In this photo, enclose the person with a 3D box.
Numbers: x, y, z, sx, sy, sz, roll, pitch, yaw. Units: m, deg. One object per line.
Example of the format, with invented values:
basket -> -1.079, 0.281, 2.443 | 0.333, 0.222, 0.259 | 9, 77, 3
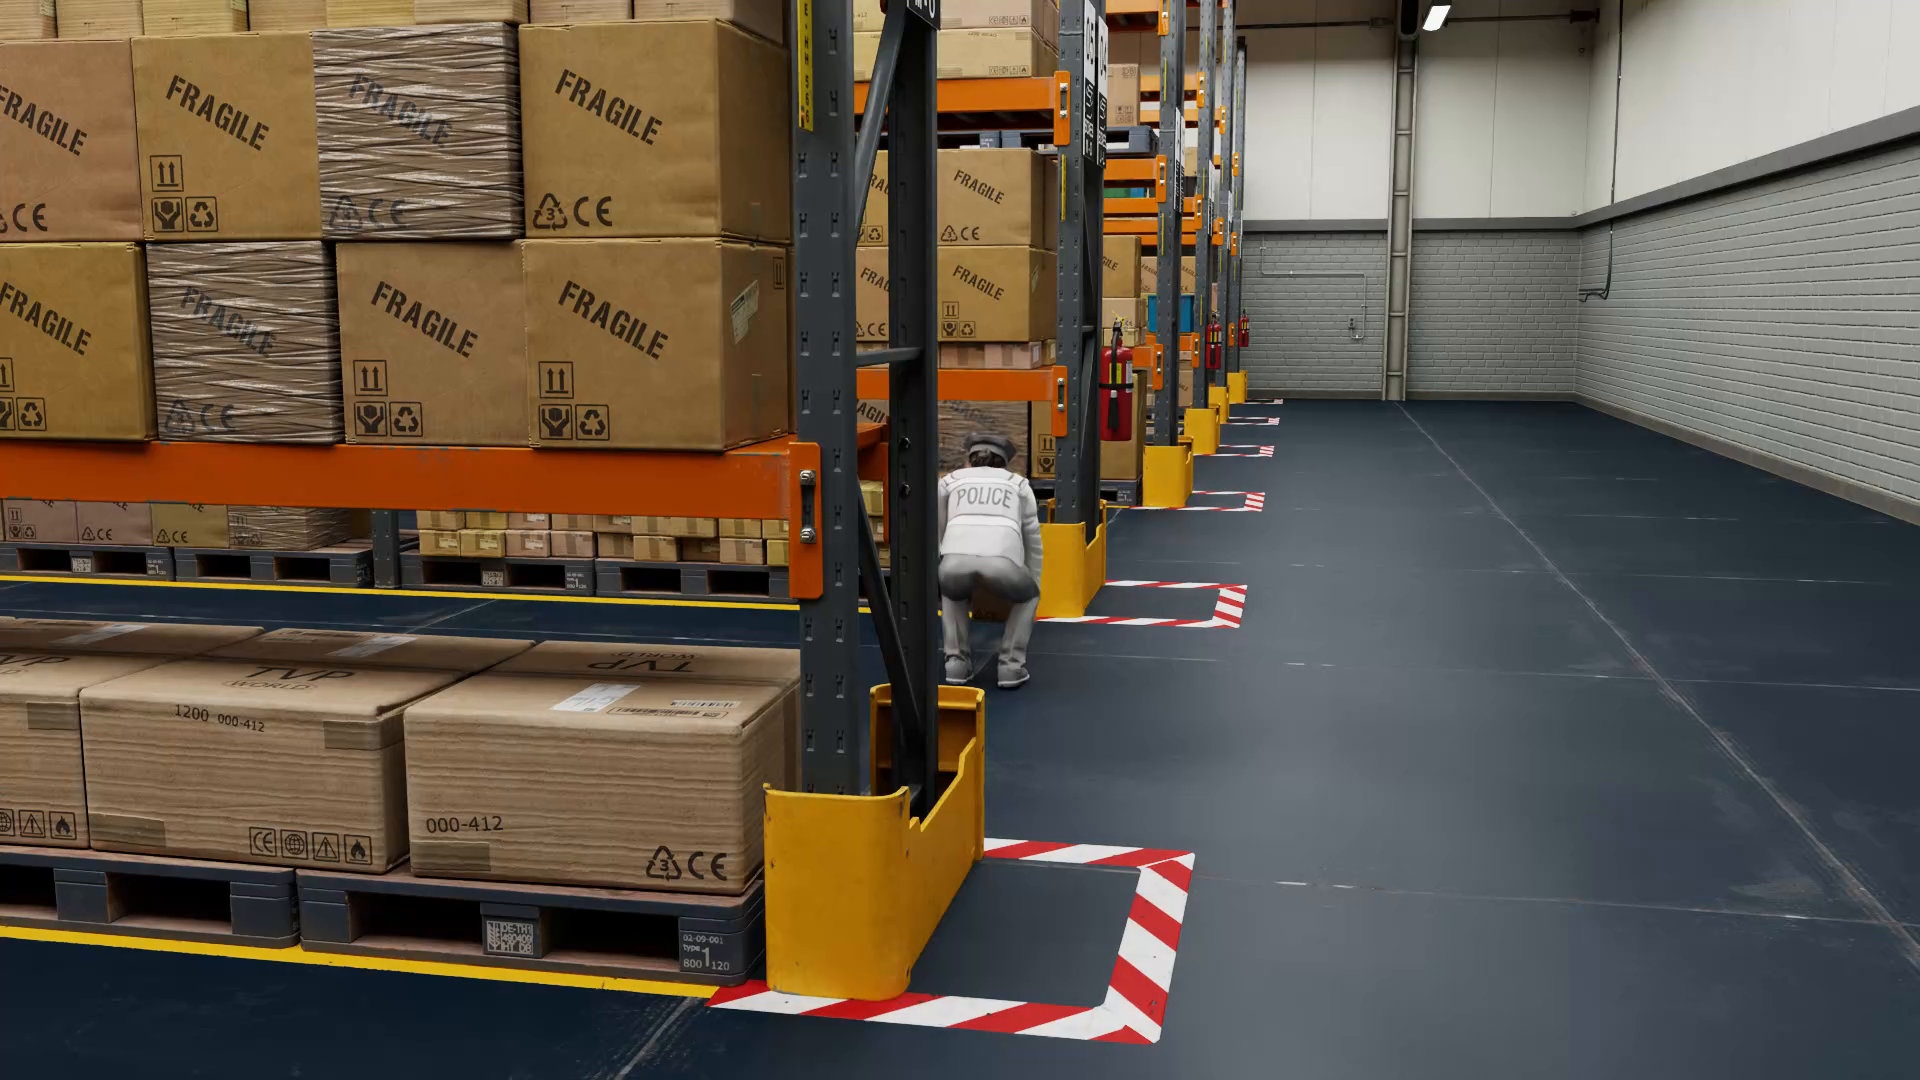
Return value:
person -> 0.096, 0.084, 7.354 | 0.505, 1.073, 0.815 | 2, 8, 11
